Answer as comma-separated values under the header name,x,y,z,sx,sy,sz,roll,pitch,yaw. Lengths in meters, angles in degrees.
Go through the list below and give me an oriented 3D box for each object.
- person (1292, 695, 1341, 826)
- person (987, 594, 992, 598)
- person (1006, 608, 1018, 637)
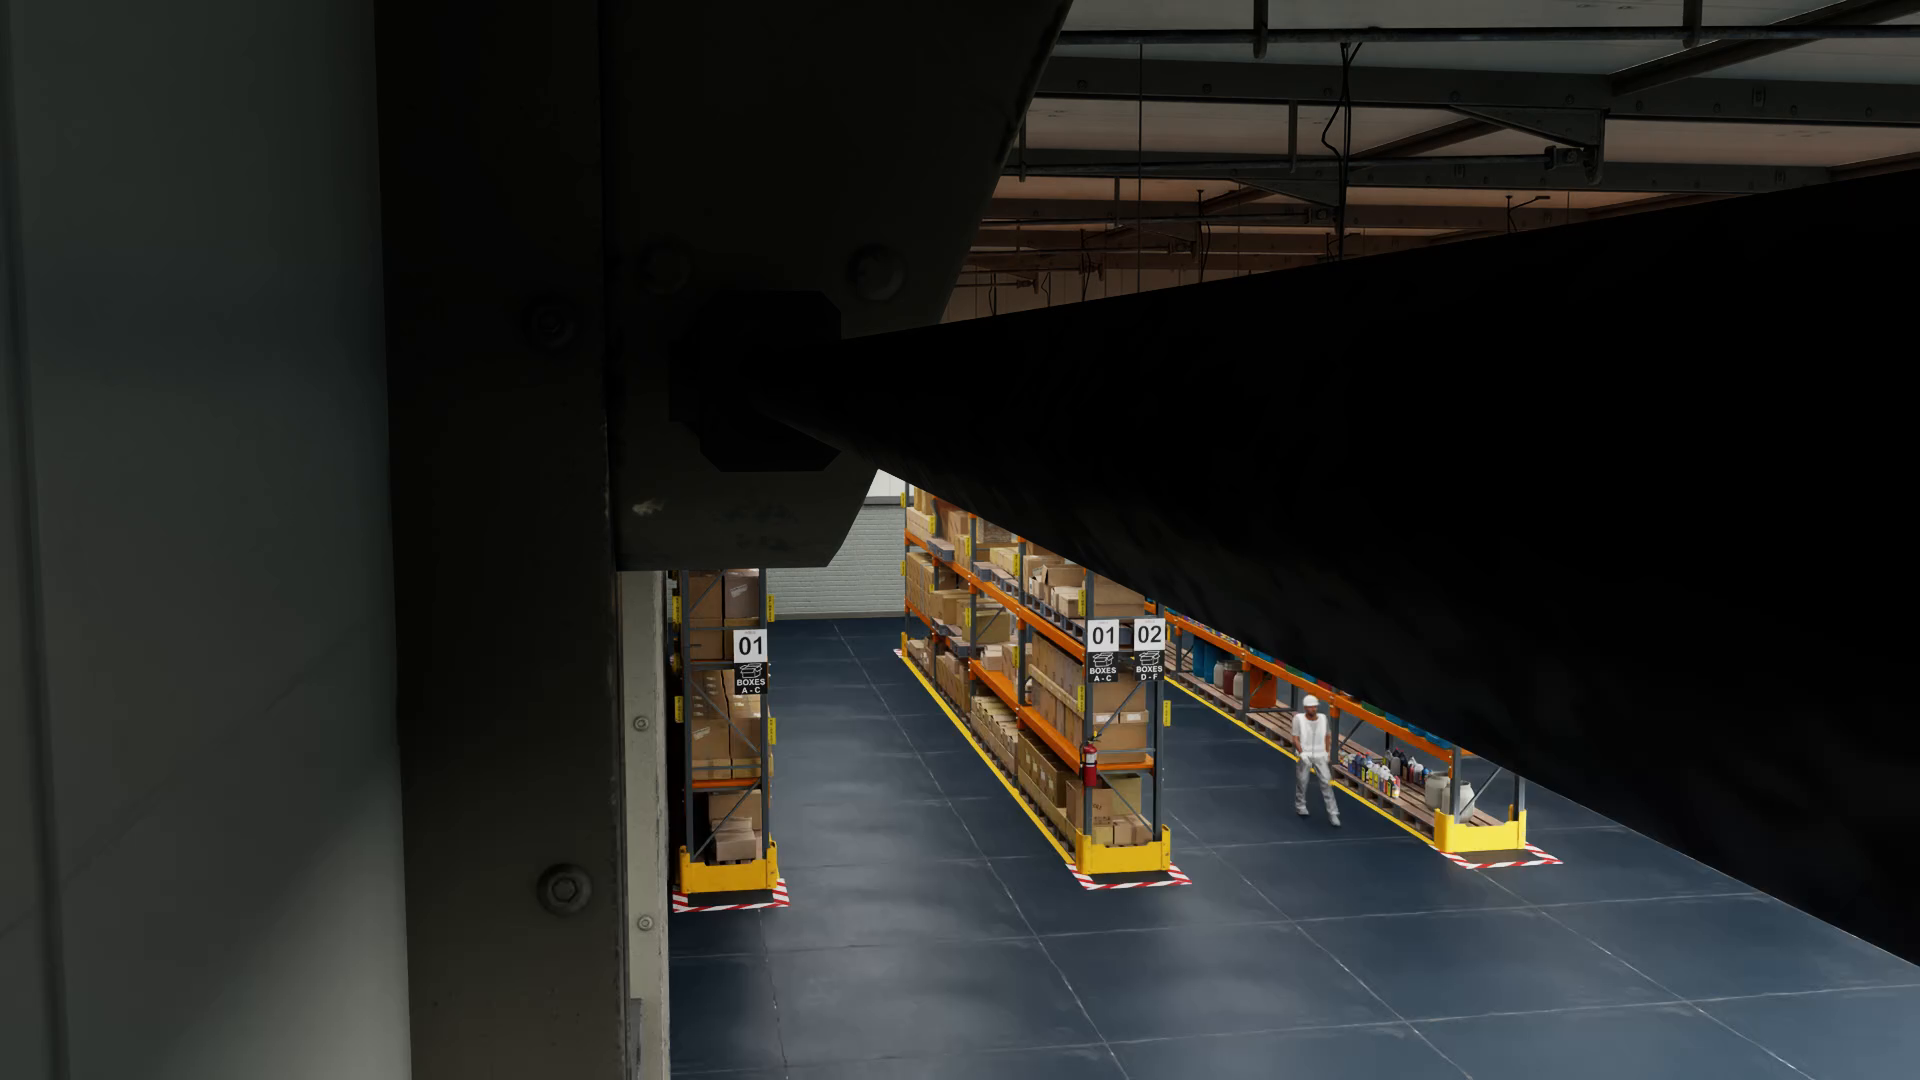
name,x,y,z,sx,sy,sz,roll,pitch,yaw
person,4.958,3.042,23.218,0.638,1.748,0.860,0,6,2
person,0.896,1.310,40.959,1.042,1.562,0.429,3,6,23
person,1.111,1.798,34.606,0.600,1.572,0.702,0,6,-1
